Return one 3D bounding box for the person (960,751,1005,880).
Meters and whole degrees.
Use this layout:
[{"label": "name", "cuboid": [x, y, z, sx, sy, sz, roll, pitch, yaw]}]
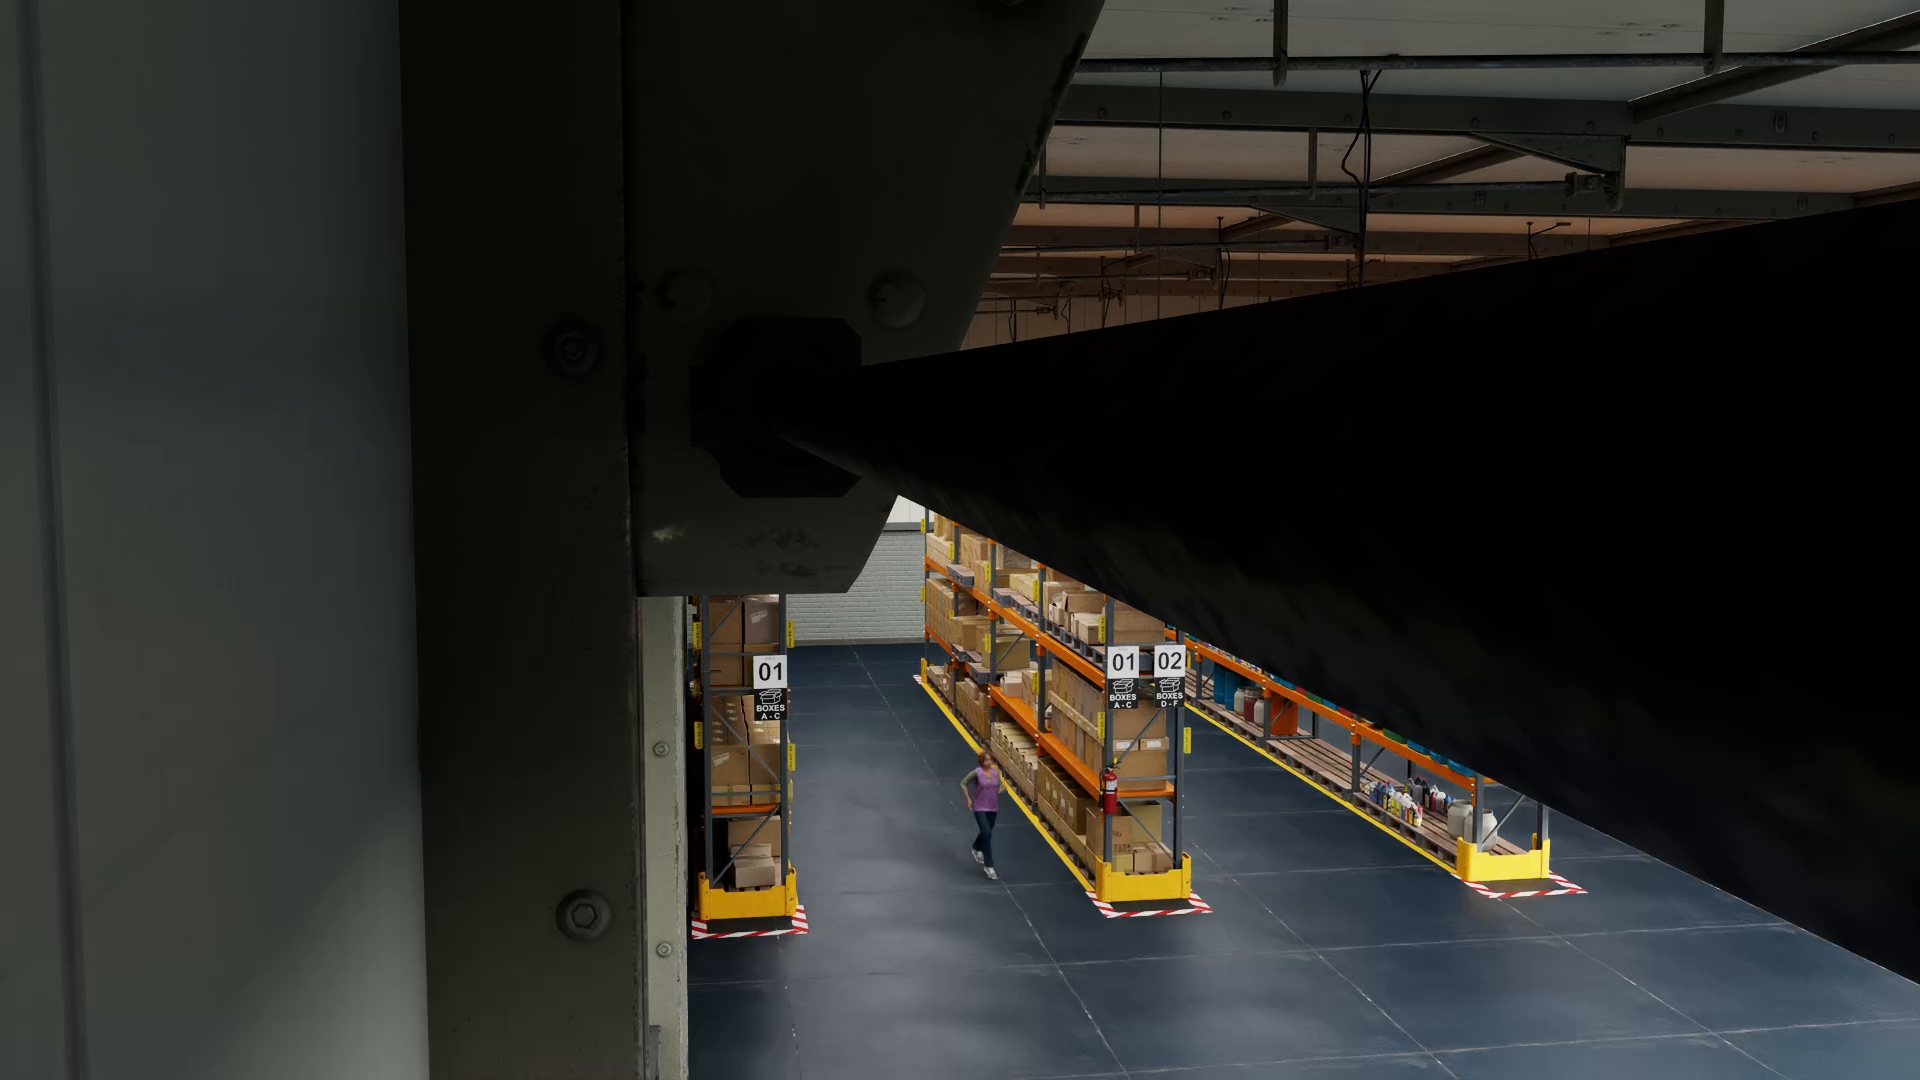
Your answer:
[{"label": "person", "cuboid": [0.325, 3.584, 21.974, 0.519, 1.626, 0.797, -3, 6, -30]}]
